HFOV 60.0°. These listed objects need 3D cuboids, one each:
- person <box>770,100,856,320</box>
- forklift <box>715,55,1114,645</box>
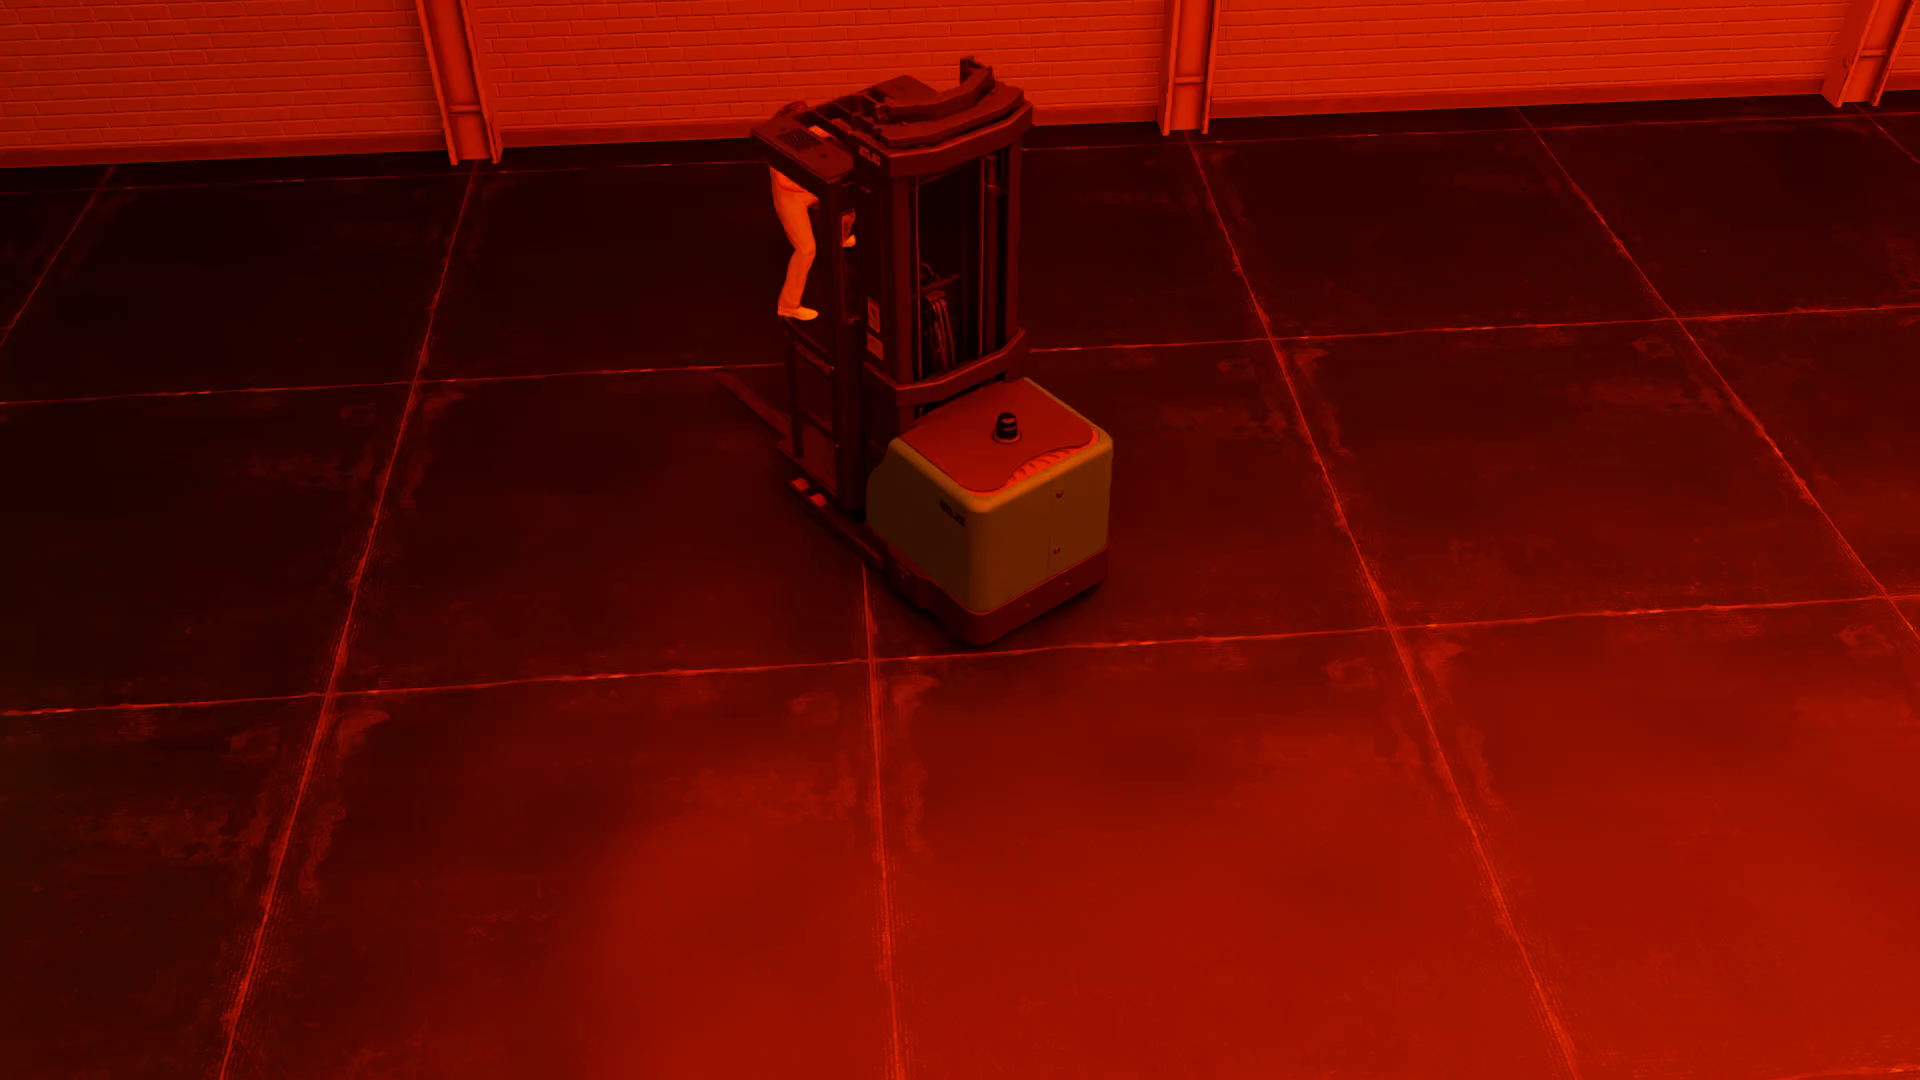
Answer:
[{"bbox_3d":[-1.031,-2.492,11.989,0.629,1.450,1.131,24,46,25],"label":"person"},{"bbox_3d":[-0.440,-1.419,9.596,1.130,2.935,3.031,-27,48,-28],"label":"forklift"}]
